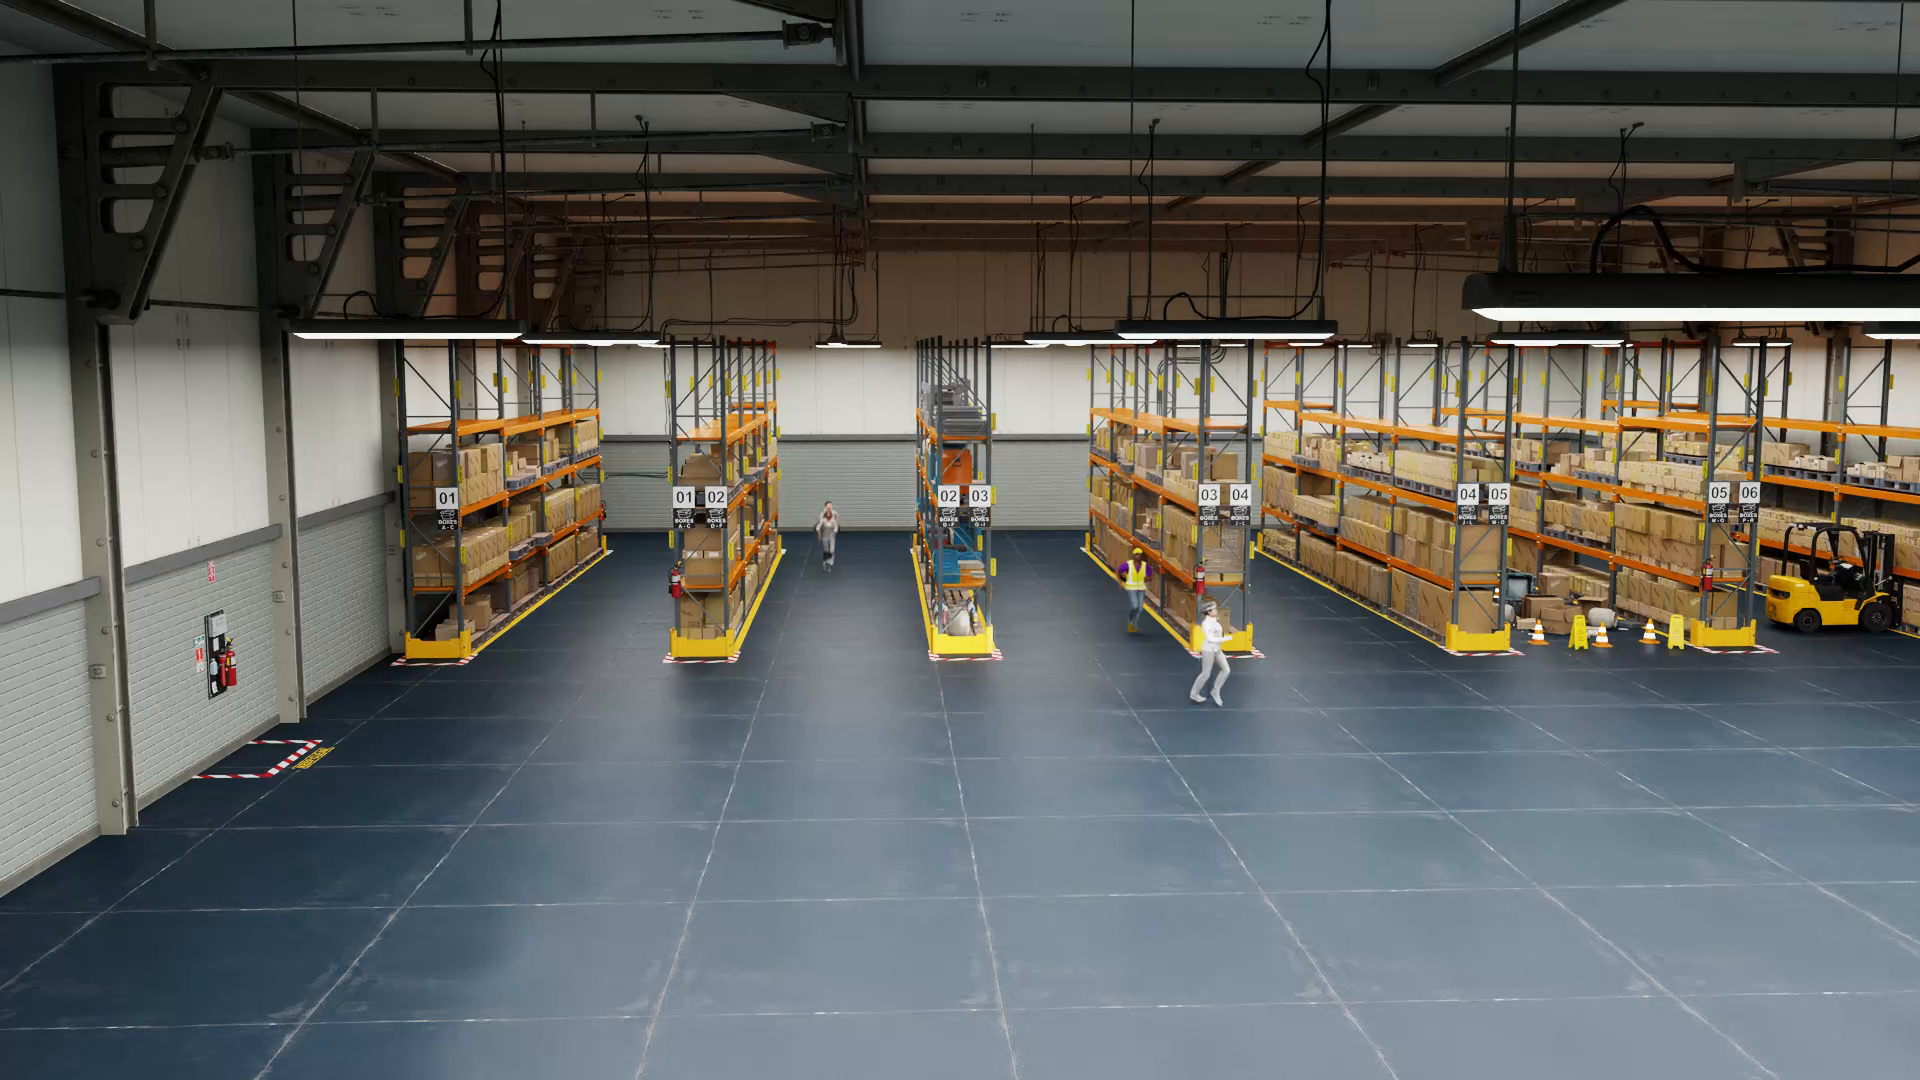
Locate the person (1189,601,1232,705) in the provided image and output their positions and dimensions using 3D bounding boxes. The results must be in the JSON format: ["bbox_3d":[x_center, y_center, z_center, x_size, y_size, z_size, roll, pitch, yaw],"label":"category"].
[{"bbox_3d":[4.083,1.832,26.943,0.703,1.725,0.579,4,7,29],"label":"person"}]

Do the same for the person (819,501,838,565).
[{"bbox_3d":[-3.528,-0.210,44.692,0.553,1.676,0.951,-1,7,-12],"label":"person"}]

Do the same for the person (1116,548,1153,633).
[{"bbox_3d":[3.573,1.023,33.678,0.692,1.741,0.660,-1,7,-13],"label":"person"}]

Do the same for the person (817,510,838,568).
[{"bbox_3d":[-3.376,-0.022,42.586,0.520,1.521,0.574,-2,7,-15],"label":"person"}]
